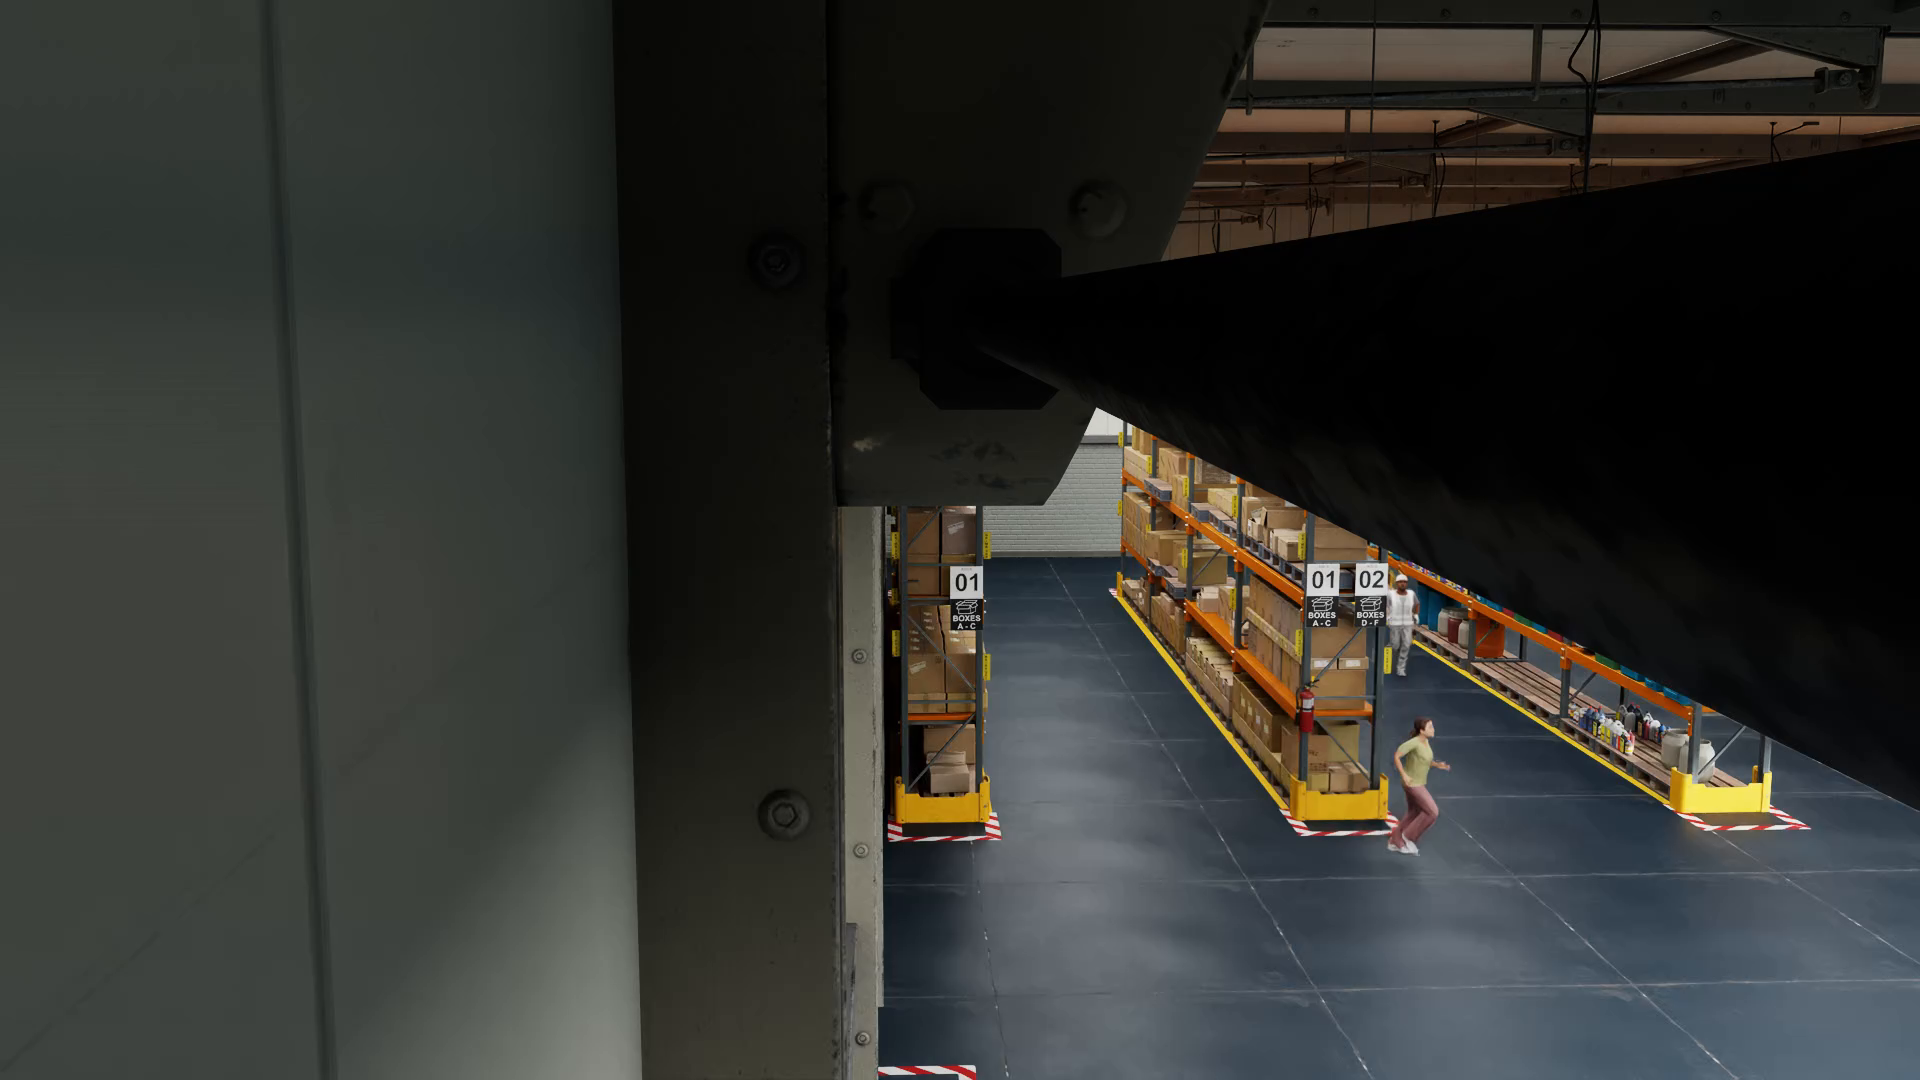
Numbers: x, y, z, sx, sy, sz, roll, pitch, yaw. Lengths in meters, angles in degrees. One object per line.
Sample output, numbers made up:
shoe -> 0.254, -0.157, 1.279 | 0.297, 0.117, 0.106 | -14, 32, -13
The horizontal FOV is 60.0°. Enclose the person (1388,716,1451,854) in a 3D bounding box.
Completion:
person -> 5.227, 2.794, 18.957 | 0.636, 1.615, 0.611 | 5, 9, 31

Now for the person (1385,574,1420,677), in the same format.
person -> 7.614, 1.458, 28.698 | 0.696, 1.744, 0.761 | 0, 8, 2
